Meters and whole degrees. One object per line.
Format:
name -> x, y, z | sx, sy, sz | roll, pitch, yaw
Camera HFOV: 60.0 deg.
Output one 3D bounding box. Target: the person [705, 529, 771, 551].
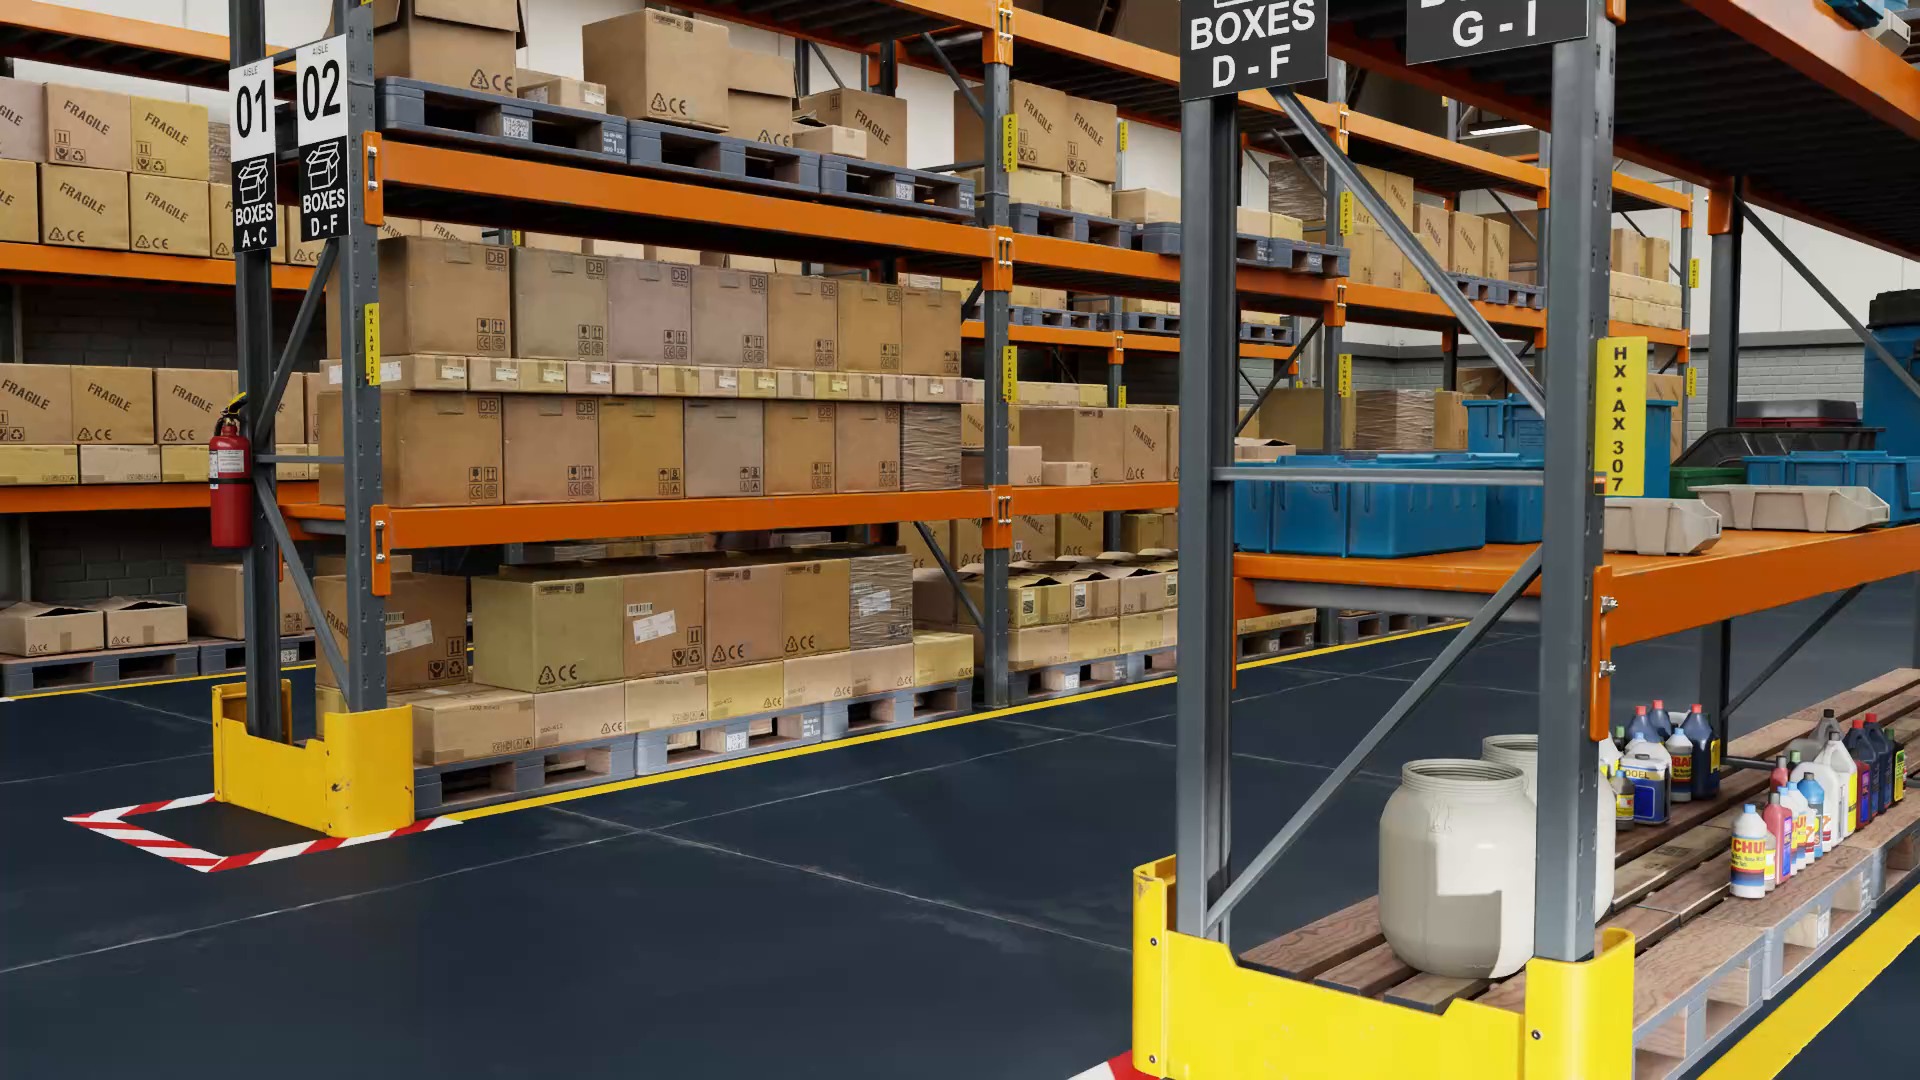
person -> -1.621, -0.024, 12.244 | 0.378, 1.773, 0.564 | 3, 5, 42
